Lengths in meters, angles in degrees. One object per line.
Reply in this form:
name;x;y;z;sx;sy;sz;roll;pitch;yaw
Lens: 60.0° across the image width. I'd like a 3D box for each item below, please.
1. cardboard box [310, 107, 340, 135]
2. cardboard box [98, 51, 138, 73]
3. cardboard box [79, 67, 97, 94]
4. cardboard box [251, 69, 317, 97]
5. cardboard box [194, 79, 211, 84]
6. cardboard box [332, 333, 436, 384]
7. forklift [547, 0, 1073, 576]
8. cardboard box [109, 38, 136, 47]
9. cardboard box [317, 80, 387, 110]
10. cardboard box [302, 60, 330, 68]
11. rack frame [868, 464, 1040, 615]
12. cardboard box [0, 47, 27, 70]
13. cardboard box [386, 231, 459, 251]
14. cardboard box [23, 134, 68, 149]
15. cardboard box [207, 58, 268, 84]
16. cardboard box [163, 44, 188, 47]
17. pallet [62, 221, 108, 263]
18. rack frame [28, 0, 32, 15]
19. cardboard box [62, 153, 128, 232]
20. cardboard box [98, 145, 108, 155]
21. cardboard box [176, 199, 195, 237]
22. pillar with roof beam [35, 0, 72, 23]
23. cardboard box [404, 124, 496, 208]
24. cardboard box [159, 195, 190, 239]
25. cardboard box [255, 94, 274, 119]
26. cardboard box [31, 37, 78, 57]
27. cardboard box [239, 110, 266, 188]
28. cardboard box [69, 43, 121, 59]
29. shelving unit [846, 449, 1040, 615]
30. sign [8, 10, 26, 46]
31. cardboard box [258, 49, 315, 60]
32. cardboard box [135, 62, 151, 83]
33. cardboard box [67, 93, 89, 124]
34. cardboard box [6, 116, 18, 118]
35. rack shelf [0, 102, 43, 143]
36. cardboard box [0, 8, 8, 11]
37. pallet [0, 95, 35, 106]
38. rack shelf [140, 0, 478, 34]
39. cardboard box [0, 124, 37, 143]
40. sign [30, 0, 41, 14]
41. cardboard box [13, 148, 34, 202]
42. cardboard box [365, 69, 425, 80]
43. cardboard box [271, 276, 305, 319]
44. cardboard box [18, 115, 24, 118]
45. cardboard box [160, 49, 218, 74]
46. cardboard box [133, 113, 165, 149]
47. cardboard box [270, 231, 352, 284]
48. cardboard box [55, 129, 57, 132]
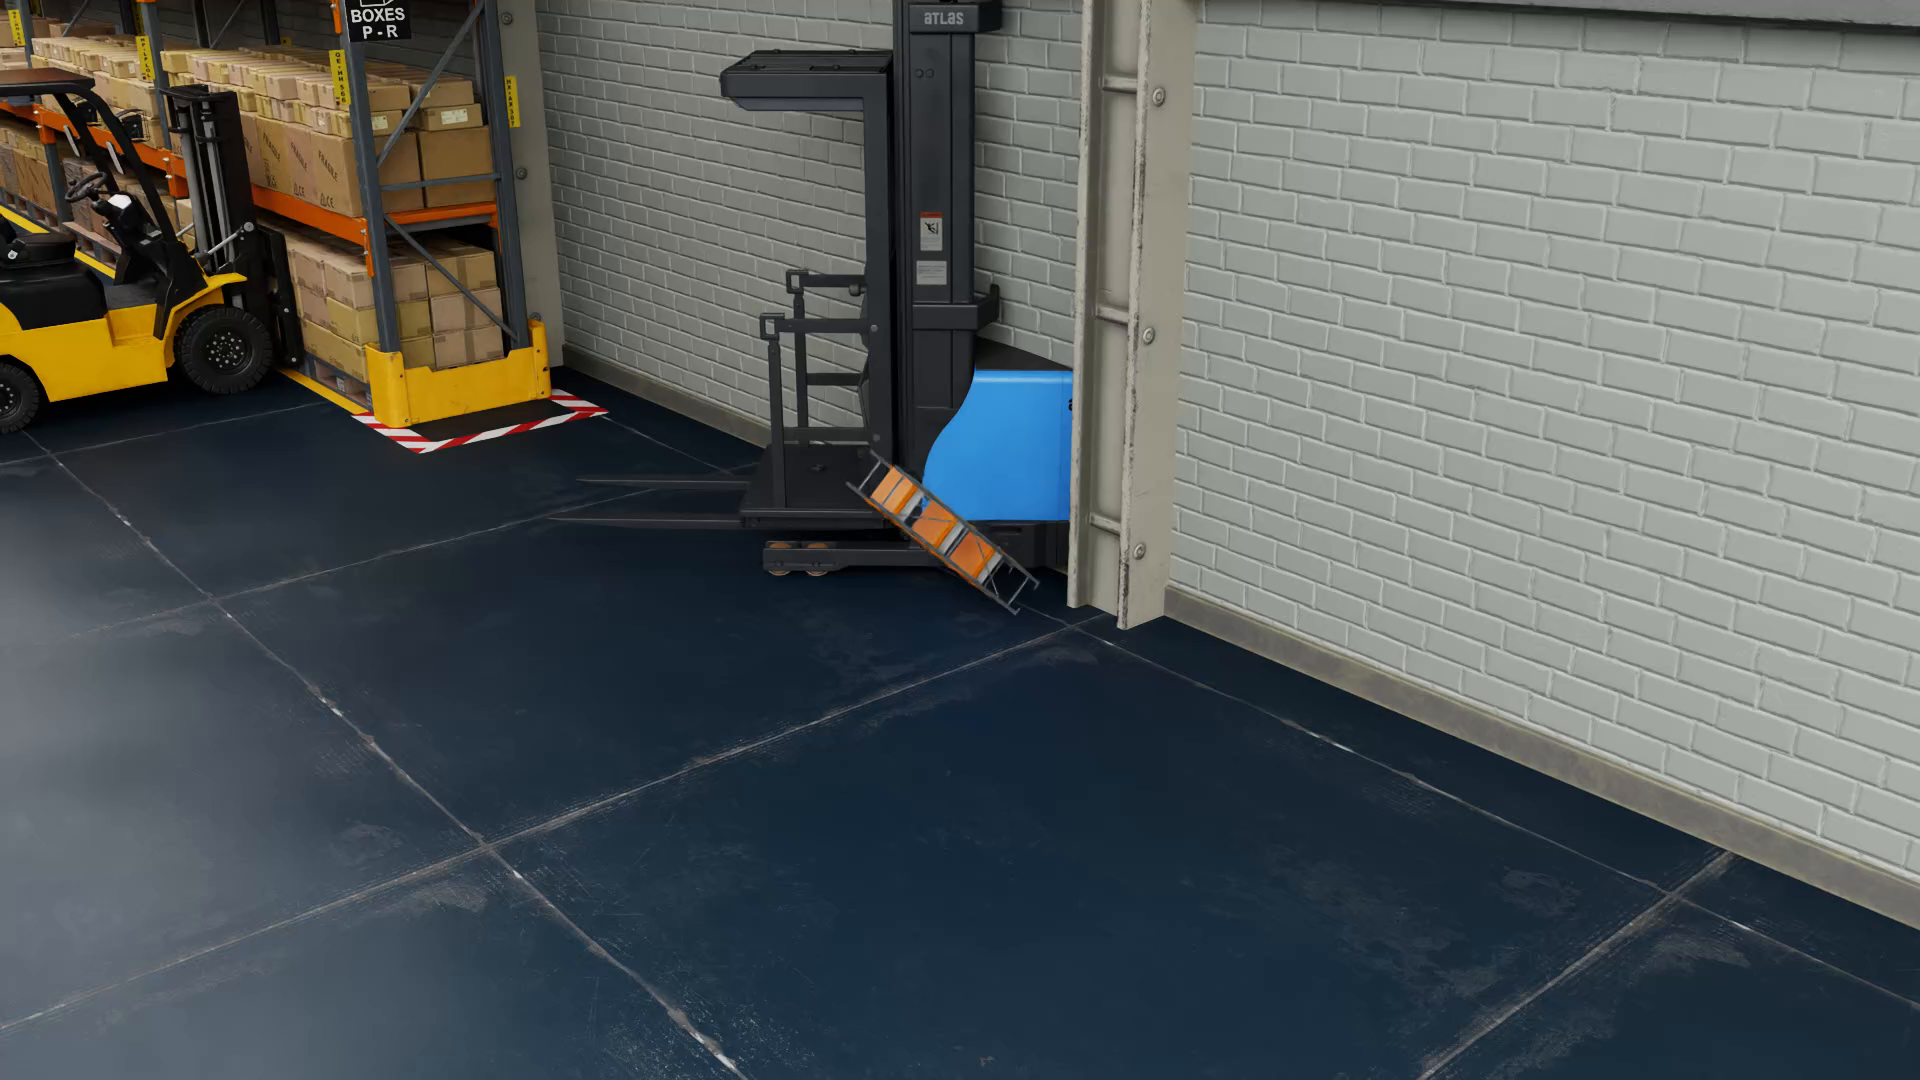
cardboard box;-4.005;-2.752;10.871;0.380;0.149;0.250;-17;27;-37
cardboard box;-7.236;-4.152;14.446;0.380;0.149;0.250;-17;27;-37
cardboard box;-7.488;-4.081;14.810;0.500;0.250;0.500;-17;27;-37
cardboard box;-4.680;-3.176;11.544;0.380;0.149;0.250;-17;27;-36
cardboard box;-5.513;-3.392;12.504;0.380;0.149;0.250;-17;27;-36
cardboard box;-3.923;-1.281;11.335;0.500;0.250;0.500;-17;27;-37
forklift;-0.628;-1.372;8.469;3.031;2.935;1.130;1;21;2
cardboard box;-7.855;-4.696;15.835;0.380;0.149;0.250;-17;27;-37
cardboard box;-3.955;-2.908;10.860;0.380;0.149;0.250;-17;27;-37
cardboard box;-4.598;-3.448;12.240;0.380;0.149;0.250;-16;27;-36
rack frame;-0.011;0.012;7.722;1.050;0.200;0.008;39;-3;-35
cardboard box;-9.533;-4.861;16.913;0.500;0.250;0.500;-19;28;-40
cardboard box;-3.877;-2.007;11.818;0.500;0.250;0.500;-17;27;-37
cardboard box;-9.592;-4.166;17.470;0.380;0.149;0.250;-16;27;-36
cardboard box;-5.313;-3.465;12.282;0.380;0.149;0.250;-18;28;-38
cardboard box;-7.217;-4.409;15.100;0.380;0.149;0.250;-16;27;-36
pallet;-8.092;-2.986;16.318;1.003;0.211;1.213;-17;27;-37
rack frame;-11.210;-5.626;19.236;1.000;3.000;0.127;-17;27;-37
cardboard box;-8.203;-3.435;16.323;0.875;0.625;0.625;-16;27;-36
cardboard box;-8.704;-4.073;17.233;0.380;0.149;0.250;-16;26;-35
cardboard box;-5.910;-2.589;13.303;0.500;0.250;0.500;-18;28;-38
pillar with roof beam;-14.243;-7.802;16.564;9.100;9.000;0.400;-17;27;-37
cardboard box;-3.490;-2.560;11.271;0.500;0.500;0.500;-16;27;-36
cardboard box;-6.338;-2.647;14.310;0.875;0.625;0.625;-16;26;-35
cardboard box;-4.672;-3.037;11.599;0.380;0.149;0.250;-17;27;-37
cardboard box;-8.614;-4.712;15.874;0.380;0.149;0.250;-16;27;-36
cardboard box;-4.900;-2.854;12.021;0.500;0.500;0.500;-17;27;-37
cardboard box;-7.885;-4.442;15.185;0.380;0.149;0.250;-17;27;-37
shelving unit;-0.069;-0.026;7.822;1.050;0.215;0.252;39;-3;-35
sign;-9.004;-4.892;15.881;0.100;0.325;0.005;-17;27;-37
cardboard box;-5.236;-3.738;12.980;0.380;0.149;0.250;-18;28;-38
cardboard box;-6.562;-3.873;13.733;0.380;0.149;0.250;-18;28;-38
cardboard box;-7.829;-3.990;15.263;0.500;0.250;0.500;-19;28;-39
cardboard box;-10.938;-4.739;18.934;0.380;0.149;0.250;-18;28;-39
rack shelf;-9.905;-4.739;17.956;1.077;0.370;4.000;-17;27;-37
cardboard box;-11.064;-5.682;18.664;0.700;0.500;0.500;-17;27;-36
pallet;-9.095;-4.602;16.885;1.213;0.211;1.003;-17;27;-37
rack shelf;-4.683;-3.925;11.766;1.077;0.370;4.000;-17;27;-37
cardboard box;-10.278;-4.452;18.199;0.380;0.149;0.250;-16;27;-36
sign;-10.792;-6.299;19.365;0.100;0.325;0.005;-17;27;-37
cardboard box;-9.701;-3.903;17.688;0.500;0.500;0.500;-16;27;-35
cardboard box;-3.913;-3.163;11.513;0.380;0.149;0.250;-17;27;-37
cardboard box;-4.604;-1.798;11.970;0.500;0.250;0.500;-18;28;-39
cardboard box;-10.752;-4.927;19.413;0.380;0.149;0.250;-19;28;-39
cardboard box;-6.005;-3.744;12.997;0.380;0.149;0.250;-17;27;-36
cardboard box;-6.516;-3.423;13.817;0.500;0.250;0.500;-17;27;-36
cardboard box;-4.589;-2.021;11.855;0.500;0.250;0.500;-17;27;-37
cardboard box;-9.732;-4.502;18.329;0.380;0.149;0.250;-19;28;-39
